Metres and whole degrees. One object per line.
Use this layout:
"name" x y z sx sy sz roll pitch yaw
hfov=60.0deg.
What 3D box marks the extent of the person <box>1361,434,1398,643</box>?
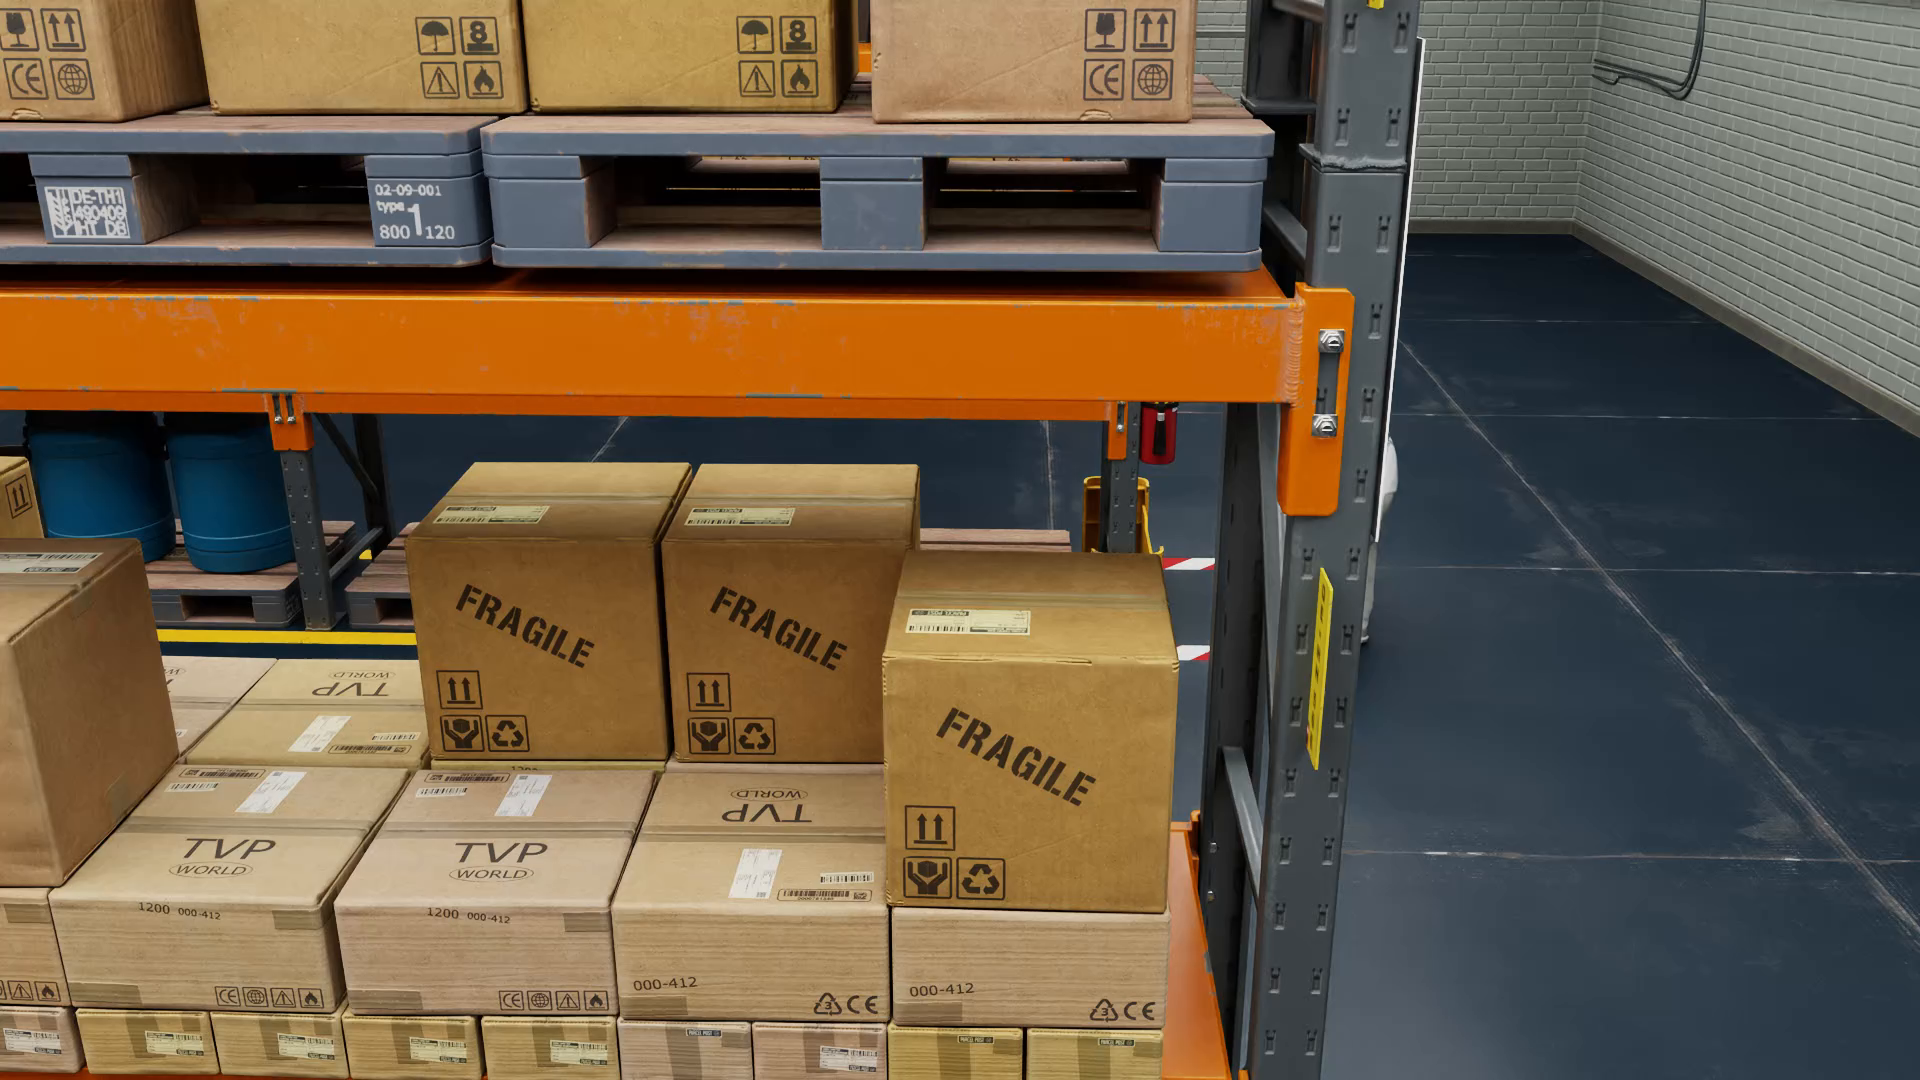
"person" 1.807 -0.189 8.238 0.496 1.286 1.006 -2 21 -6
